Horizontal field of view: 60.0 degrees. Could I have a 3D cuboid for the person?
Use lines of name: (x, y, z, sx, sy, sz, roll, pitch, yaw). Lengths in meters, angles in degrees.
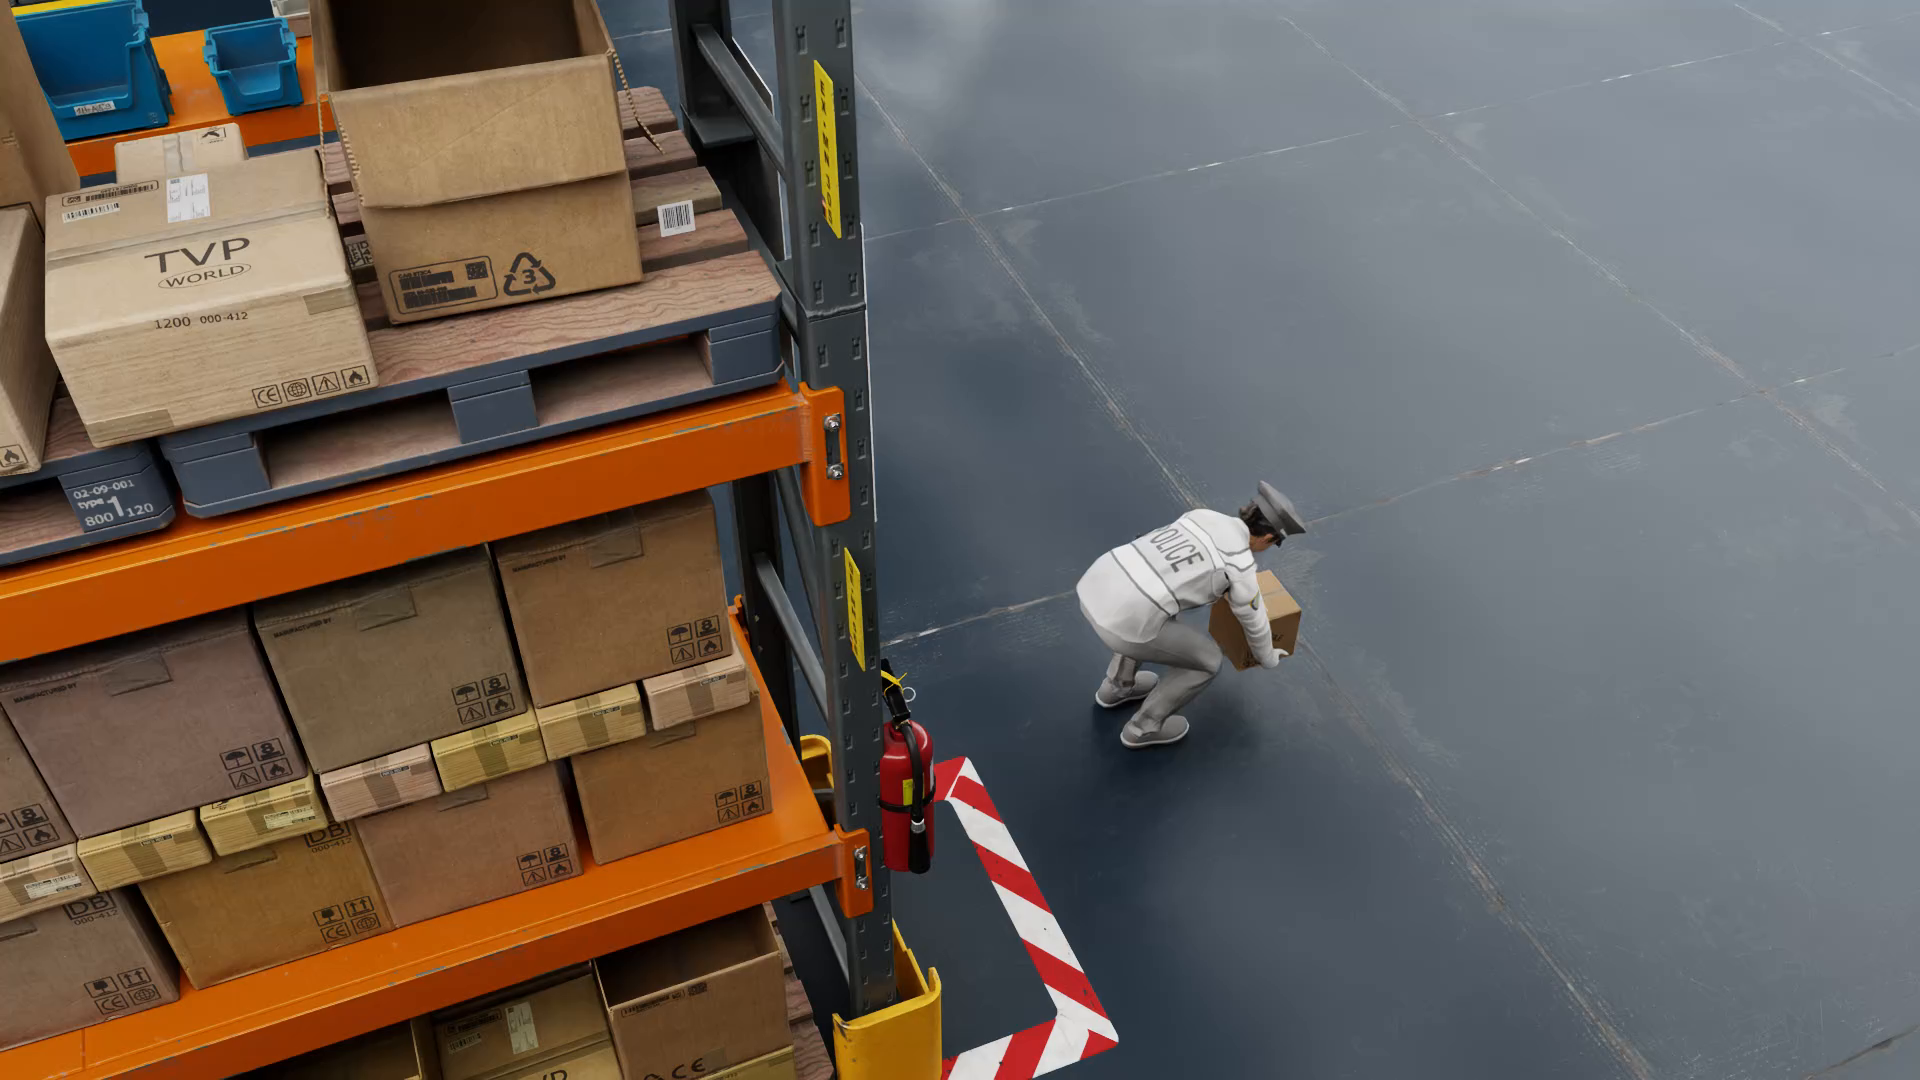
person: (0.877, 0.282, 6.353, 0.917, 0.990, 0.466, -17, 45, -18)
